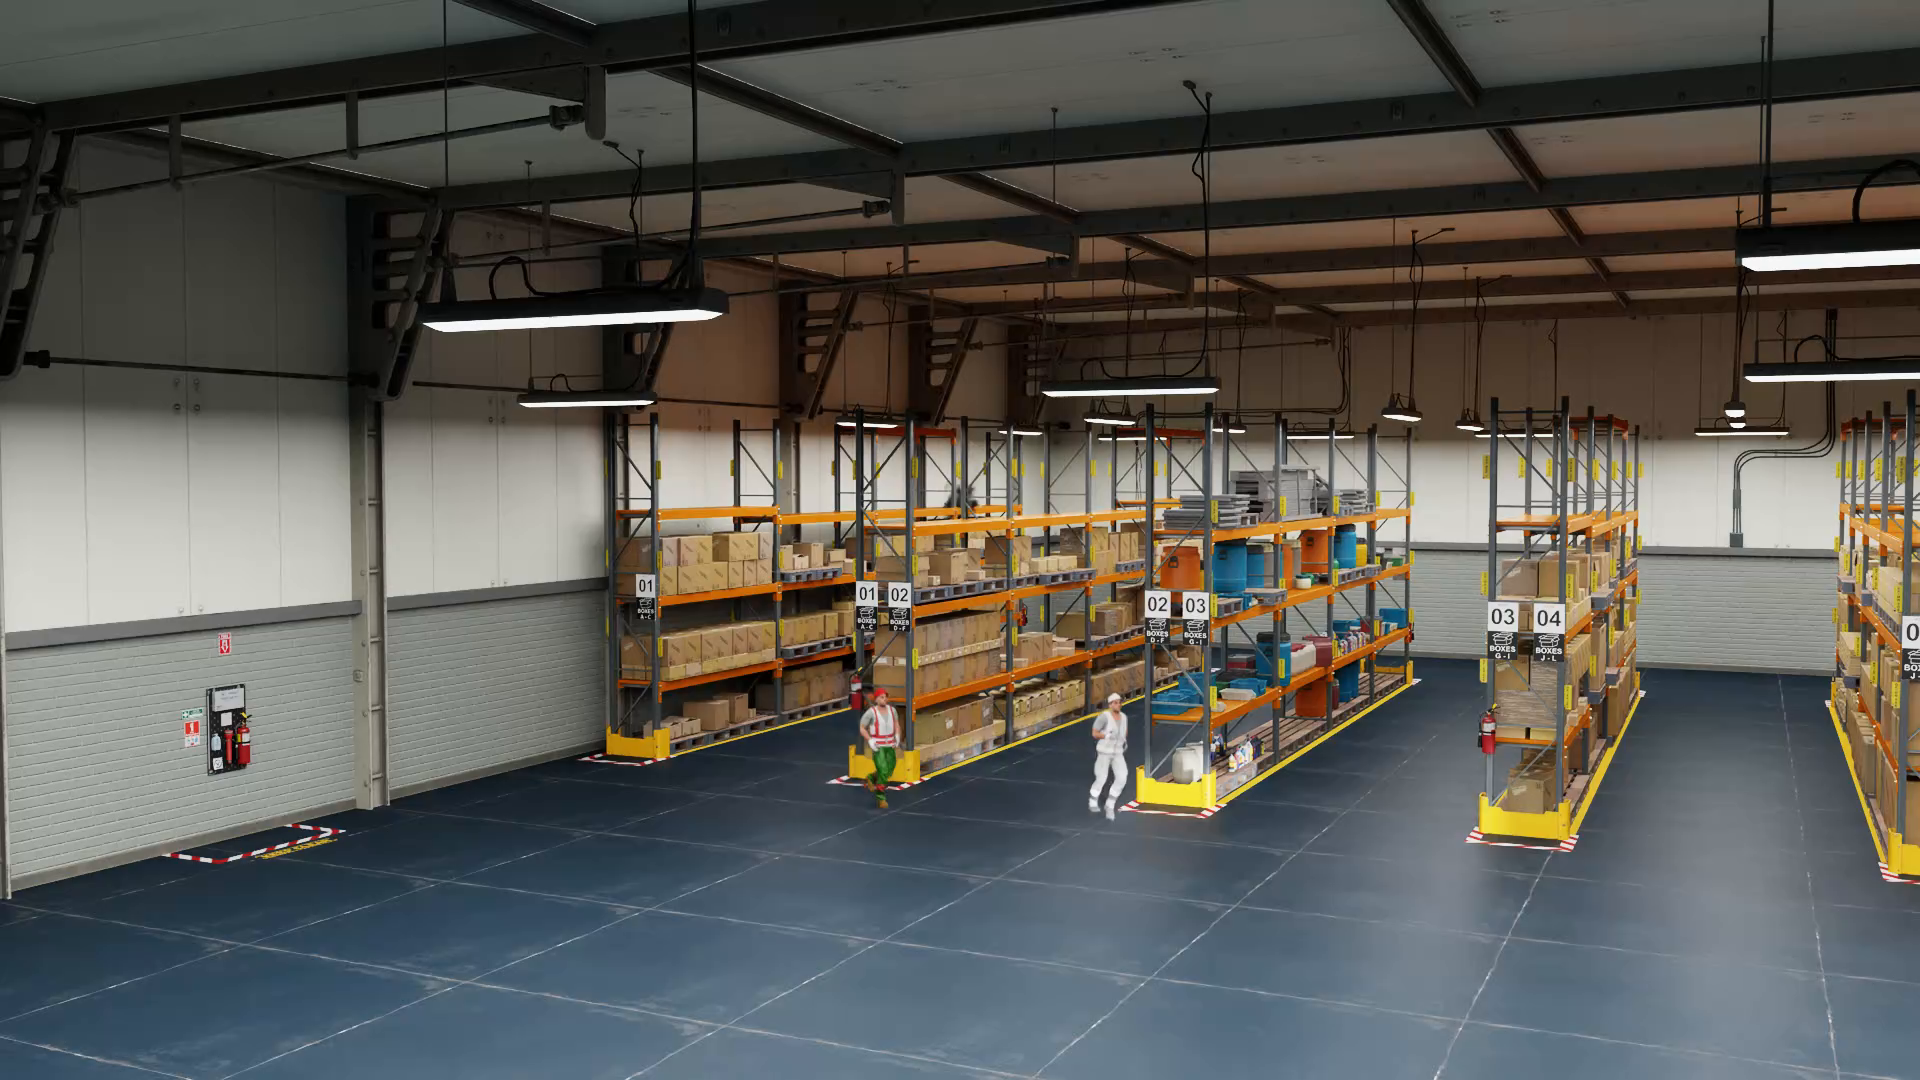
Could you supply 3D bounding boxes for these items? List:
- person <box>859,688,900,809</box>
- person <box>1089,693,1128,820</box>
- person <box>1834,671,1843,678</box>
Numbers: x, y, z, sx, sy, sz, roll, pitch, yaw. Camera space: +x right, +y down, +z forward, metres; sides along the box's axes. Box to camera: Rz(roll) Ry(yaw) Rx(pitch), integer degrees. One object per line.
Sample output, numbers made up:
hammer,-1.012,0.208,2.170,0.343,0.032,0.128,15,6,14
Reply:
person,-1.207,3.086,24.863,0.669,1.772,0.643,-2,3,-33
person,2.196,3.118,23.946,0.653,1.823,0.725,-1,3,-21
person,19.229,2.637,35.874,0.621,1.744,0.679,0,2,3
